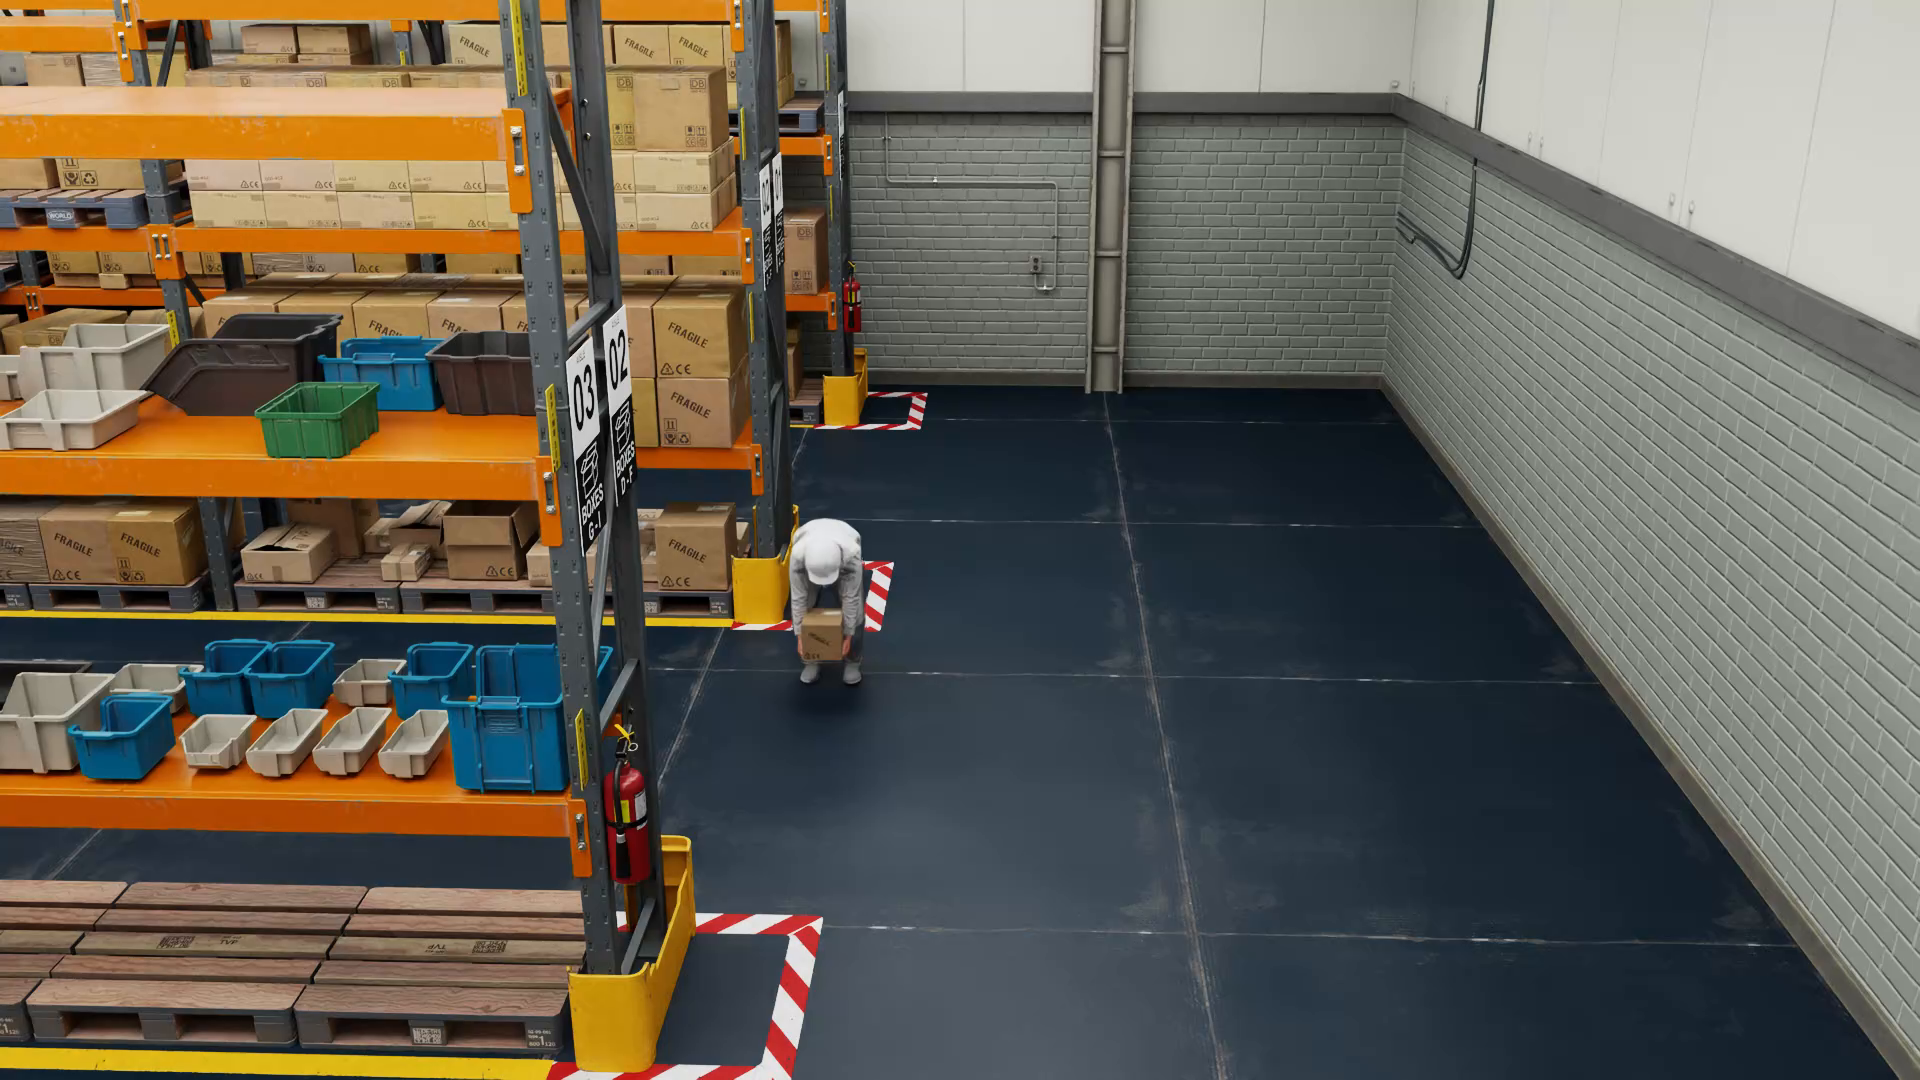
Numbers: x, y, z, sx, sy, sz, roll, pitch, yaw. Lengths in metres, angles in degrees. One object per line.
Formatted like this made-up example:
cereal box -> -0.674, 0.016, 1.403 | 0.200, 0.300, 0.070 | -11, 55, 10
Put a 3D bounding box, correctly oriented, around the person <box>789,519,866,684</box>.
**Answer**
person -> -0.858, 0.426, 10.724 | 0.485, 1.202, 0.981 | 0, 21, -1
